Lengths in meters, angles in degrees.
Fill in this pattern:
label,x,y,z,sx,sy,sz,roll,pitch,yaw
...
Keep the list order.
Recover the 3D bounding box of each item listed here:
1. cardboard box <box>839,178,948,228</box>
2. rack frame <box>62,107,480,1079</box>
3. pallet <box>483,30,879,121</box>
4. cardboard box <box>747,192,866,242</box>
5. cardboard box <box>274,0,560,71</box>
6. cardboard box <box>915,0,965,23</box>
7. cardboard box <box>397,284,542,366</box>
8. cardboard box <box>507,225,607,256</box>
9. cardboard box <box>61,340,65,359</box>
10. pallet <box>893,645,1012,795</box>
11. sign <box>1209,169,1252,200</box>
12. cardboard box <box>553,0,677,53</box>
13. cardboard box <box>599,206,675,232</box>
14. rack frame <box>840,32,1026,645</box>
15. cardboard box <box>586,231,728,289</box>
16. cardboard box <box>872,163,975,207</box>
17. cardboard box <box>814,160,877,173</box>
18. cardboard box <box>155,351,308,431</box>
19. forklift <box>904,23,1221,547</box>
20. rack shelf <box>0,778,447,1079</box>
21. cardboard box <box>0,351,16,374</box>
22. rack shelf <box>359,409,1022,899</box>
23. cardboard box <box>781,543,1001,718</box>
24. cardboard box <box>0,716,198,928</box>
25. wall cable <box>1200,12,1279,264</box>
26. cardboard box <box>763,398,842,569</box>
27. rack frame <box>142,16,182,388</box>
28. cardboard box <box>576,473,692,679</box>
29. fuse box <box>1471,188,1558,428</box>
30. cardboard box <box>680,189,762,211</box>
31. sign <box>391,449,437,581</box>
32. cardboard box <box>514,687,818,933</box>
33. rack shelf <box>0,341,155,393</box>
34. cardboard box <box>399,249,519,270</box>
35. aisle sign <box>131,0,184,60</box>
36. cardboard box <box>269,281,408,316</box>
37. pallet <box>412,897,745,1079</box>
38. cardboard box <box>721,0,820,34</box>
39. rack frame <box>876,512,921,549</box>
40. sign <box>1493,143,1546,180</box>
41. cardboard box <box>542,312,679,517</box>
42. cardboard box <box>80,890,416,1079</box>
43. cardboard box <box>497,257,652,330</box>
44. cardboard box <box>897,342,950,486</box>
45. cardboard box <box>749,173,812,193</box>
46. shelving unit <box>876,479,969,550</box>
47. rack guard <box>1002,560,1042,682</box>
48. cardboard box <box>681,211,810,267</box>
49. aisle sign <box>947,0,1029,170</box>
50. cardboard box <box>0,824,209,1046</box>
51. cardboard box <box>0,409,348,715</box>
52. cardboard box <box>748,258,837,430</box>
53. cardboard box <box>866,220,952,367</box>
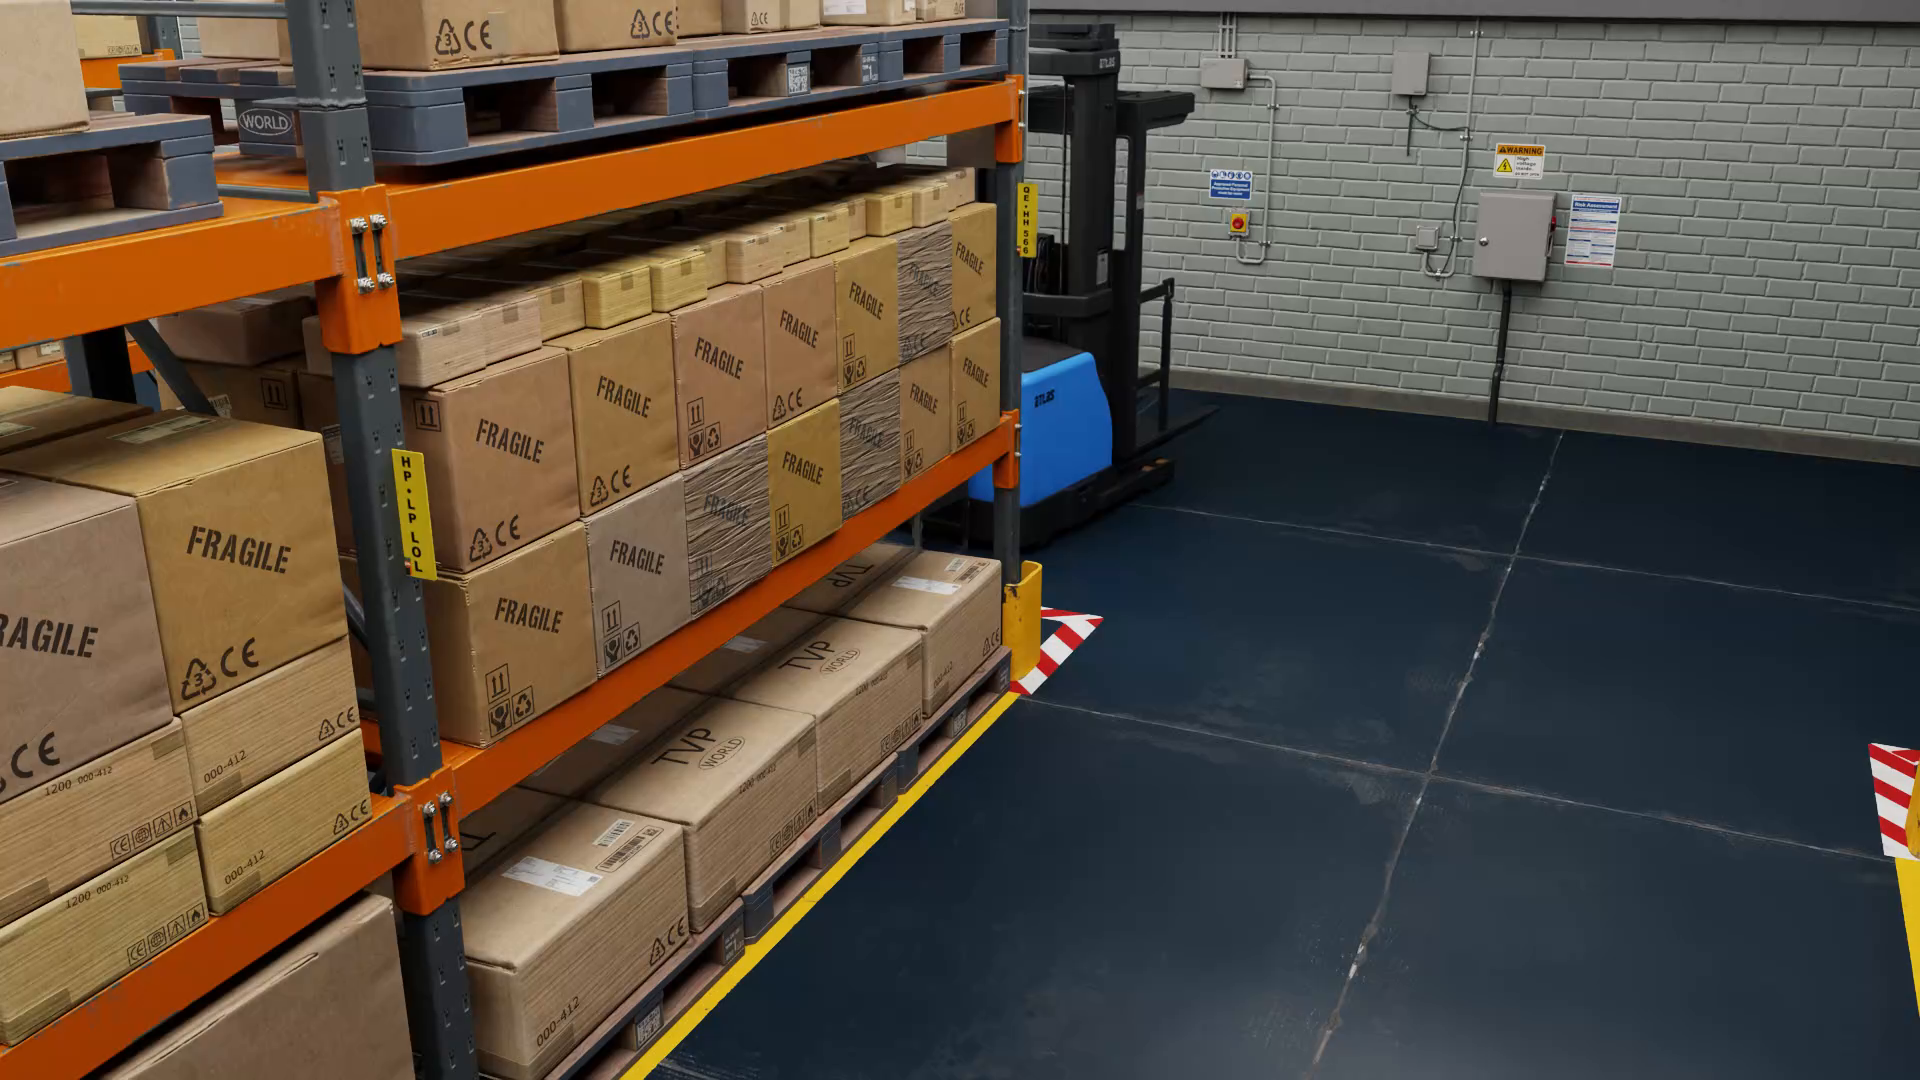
label,x,y,z,sx,sy,sz,roll,pitch,yaw
cardboard box,-0.268,-1.362,6.711,0.380,0.149,0.250,8,21,22
rack frame,-1.831,0.376,4.434,1.000,3.000,0.127,9,21,23
pallet,-0.985,-1.615,5.690,1.003,0.211,1.213,9,21,23
cardboard box,-0.581,-1.220,6.313,0.380,0.149,0.250,8,21,22
cardboard box,-1.398,-1.480,4.252,0.500,0.500,0.500,9,21,24
cardboard box,-0.295,-2.284,6.886,0.500,0.250,0.500,7,21,18
cardboard box,-1.375,-0.589,4.538,0.380,0.149,0.250,9,21,24
cardboard box,-1.414,-0.967,5.603,0.380,0.149,0.250,8,21,22
cardboard box,-4.851,-1.088,8.927,0.380,0.149,0.250,8,21,22
pallet,-0.449,0.723,7.622,1.003,0.211,1.213,9,21,23
sign,2.076,-2.726,12.754,0.327,0.218,0.001,9,21,23
cardboard box,-1.308,-1.747,4.998,0.797,0.503,0.637,10,22,27
cardboard box,-1.264,-1.131,6.064,0.380,0.149,0.250,8,21,21
rack frame,-0.193,-0.846,7.872,1.000,3.000,0.127,9,21,23
cardboard box,-0.988,-0.906,5.429,0.380,0.149,0.250,8,21,23
cardboard box,-0.157,-1.533,7.193,0.380,0.149,0.250,9,21,23
cardboard box,-0.591,-1.600,7.381,0.380,0.149,0.250,9,21,24
cardboard box,-1.890,-0.324,4.762,0.500,0.500,0.500,8,21,22
forklift,0.771,-1.778,10.594,1.130,2.935,3.031,13,23,32
rack shelf,-2.650,1.327,2.835,1.077,0.370,4.000,9,21,23
cardboard box,-5.069,-0.931,8.484,0.380,0.149,0.250,8,21,20
rack shelf,-1.012,0.104,6.273,1.077,0.370,4.000,9,21,23
cardboard box,-0.372,0.378,7.625,0.875,0.438,0.875,8,21,21
cardboard box,-1.988,0.533,3.470,0.500,0.250,0.500,9,22,24
wall cable,2.095,-3.067,12.552,0.585,1.953,0.123,9,21,23
cardboard box,-0.770,-0.240,6.018,0.500,0.500,0.500,9,22,24
rack frame,-4.750,-1.495,9.695,1.000,3.000,0.127,9,21,23
cardboard box,-1.190,0.069,5.150,0.500,0.500,0.500,9,21,23
fuse box,3.951,-1.633,12.008,0.539,1.711,0.414,9,21,23
cardboard box,-0.995,-1.276,6.470,0.380,0.149,0.250,9,21,23
sign,-1.332,-0.060,4.052,0.100,0.325,0.005,9,21,23
cardboard box,-1.110,0.935,6.061,0.875,0.438,0.875,8,21,21
rack shelf,-5.569,-0.544,8.096,1.077,0.370,4.000,9,21,23
cardboard box,-1.590,-0.806,5.148,0.380,0.149,0.250,8,21,22
aisle sign,-4.447,-2.701,9.206,0.394,0.787,0.004,9,21,23
cardboard box,-1.788,-0.651,4.713,0.380,0.149,0.250,9,22,24
pallet,-1.448,1.469,5.524,1.003,0.211,1.213,9,21,23
cardboard box,-0.852,-2.012,6.030,0.500,0.311,0.500,9,21,24
rack frame,-0.391,-0.831,9.171,0.400,2.100,0.015,13,23,32
sign,3.986,-2.700,11.853,0.339,0.242,0.001,9,21,23
cardboard box,-1.203,-0.408,4.997,0.500,0.500,0.500,8,21,22
cardboard box,-2.012,1.380,4.156,0.875,0.875,0.875,9,22,24
cardboard box,-1.151,-0.740,4.965,0.380,0.149,0.250,8,21,22
cardboard box,-0.368,-0.558,6.913,0.500,0.500,0.500,8,21,22
cardboard box,-0.844,-1.446,6.949,0.380,0.149,0.250,9,22,24
shelving unit,-0.255,-0.899,9.363,0.431,2.100,0.503,13,23,32
rack guard,-0.183,0.324,8.312,1.175,0.500,0.348,9,21,23
cardboard box,-0.754,-1.058,5.857,0.380,0.149,0.250,9,22,24
aisle sign,0.119,-2.051,7.379,0.394,0.787,0.004,9,21,23
cardboard box,-1.994,0.774,3.539,0.500,0.250,0.500,8,21,22
cardboard box,-1.785,0.029,3.769,0.500,0.500,0.500,9,22,24
cardboard box,-0.774,-0.717,5.866,0.500,0.500,0.500,8,21,22
cardboard box,-0.360,-1.021,6.721,0.500,0.500,0.500,9,21,23
